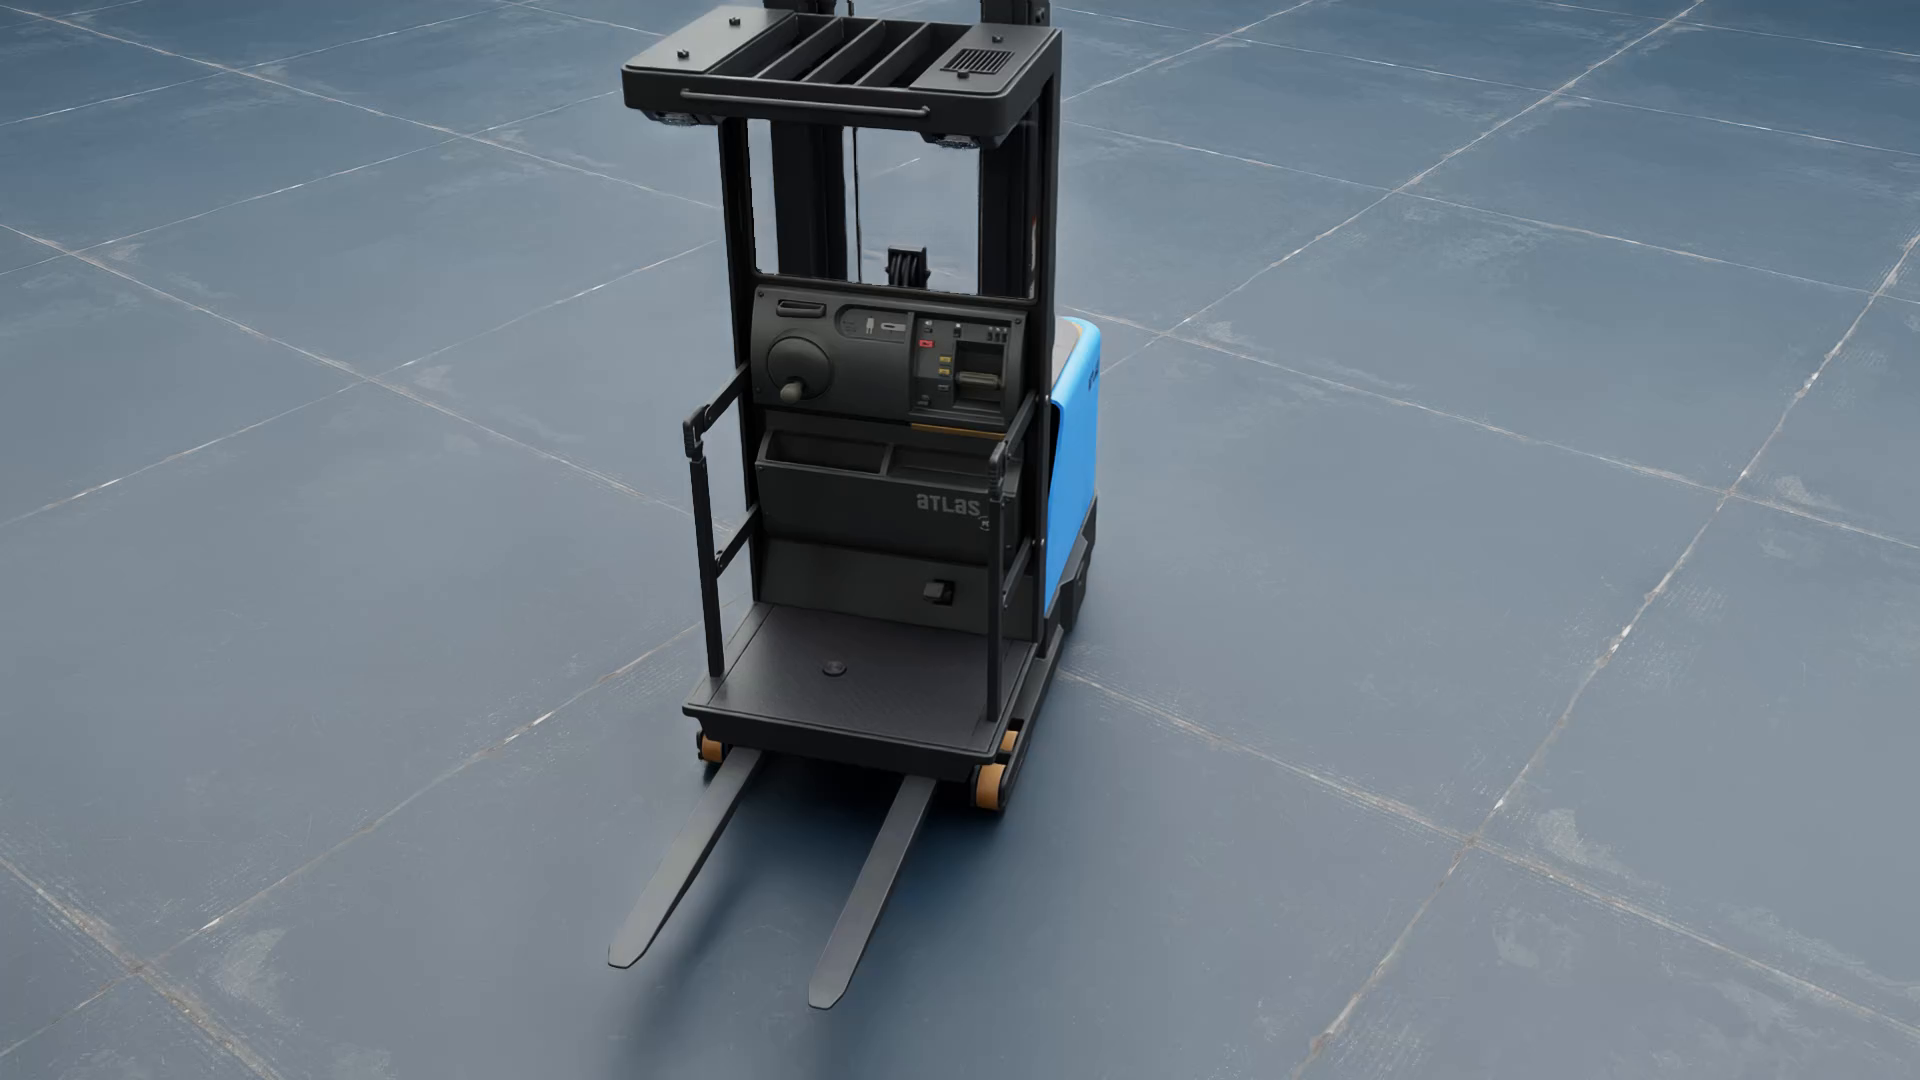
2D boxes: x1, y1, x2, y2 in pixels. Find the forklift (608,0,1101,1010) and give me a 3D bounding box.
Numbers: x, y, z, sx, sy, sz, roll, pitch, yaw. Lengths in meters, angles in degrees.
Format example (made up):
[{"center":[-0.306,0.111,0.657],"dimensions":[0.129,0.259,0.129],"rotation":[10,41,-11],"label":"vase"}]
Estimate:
[{"center":[-0.298,-0.556,5.313],"dimensions":[1.130,2.935,3.031],"rotation":[8,32,13],"label":"forklift"}]
